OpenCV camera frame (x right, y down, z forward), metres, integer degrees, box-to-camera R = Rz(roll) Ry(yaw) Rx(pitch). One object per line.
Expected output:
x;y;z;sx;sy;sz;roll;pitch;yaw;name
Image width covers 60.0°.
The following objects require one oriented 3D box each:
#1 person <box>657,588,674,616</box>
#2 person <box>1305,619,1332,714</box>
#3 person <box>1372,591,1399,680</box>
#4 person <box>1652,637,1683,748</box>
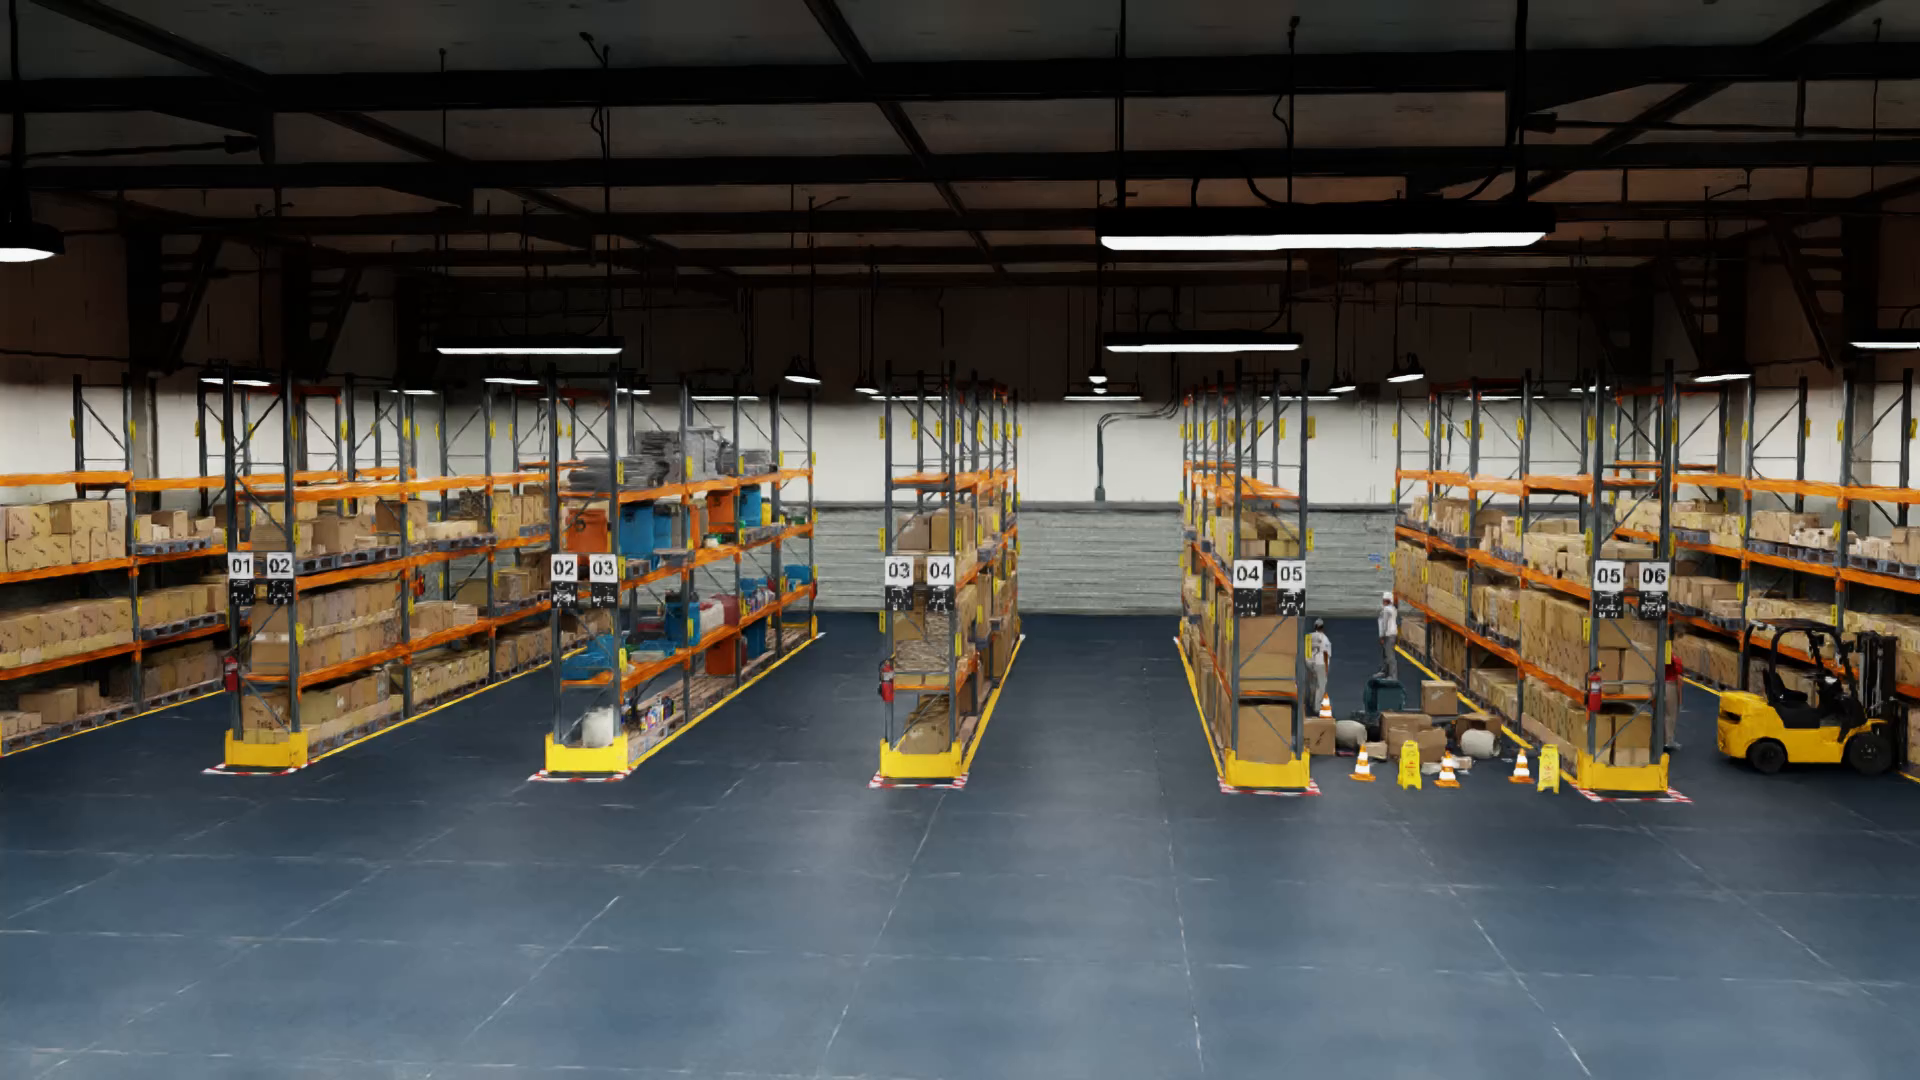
-6.254;1.837;35.959;0.598;1.619;0.507;0;4;3;person
6.362;2.227;29.427;0.449;1.668;0.530;-2;4;-25;person
8.550;1.910;33.356;0.586;1.768;0.638;2;4;26;person
11.227;2.393;26.345;0.456;1.733;0.593;-2;4;-26;person
